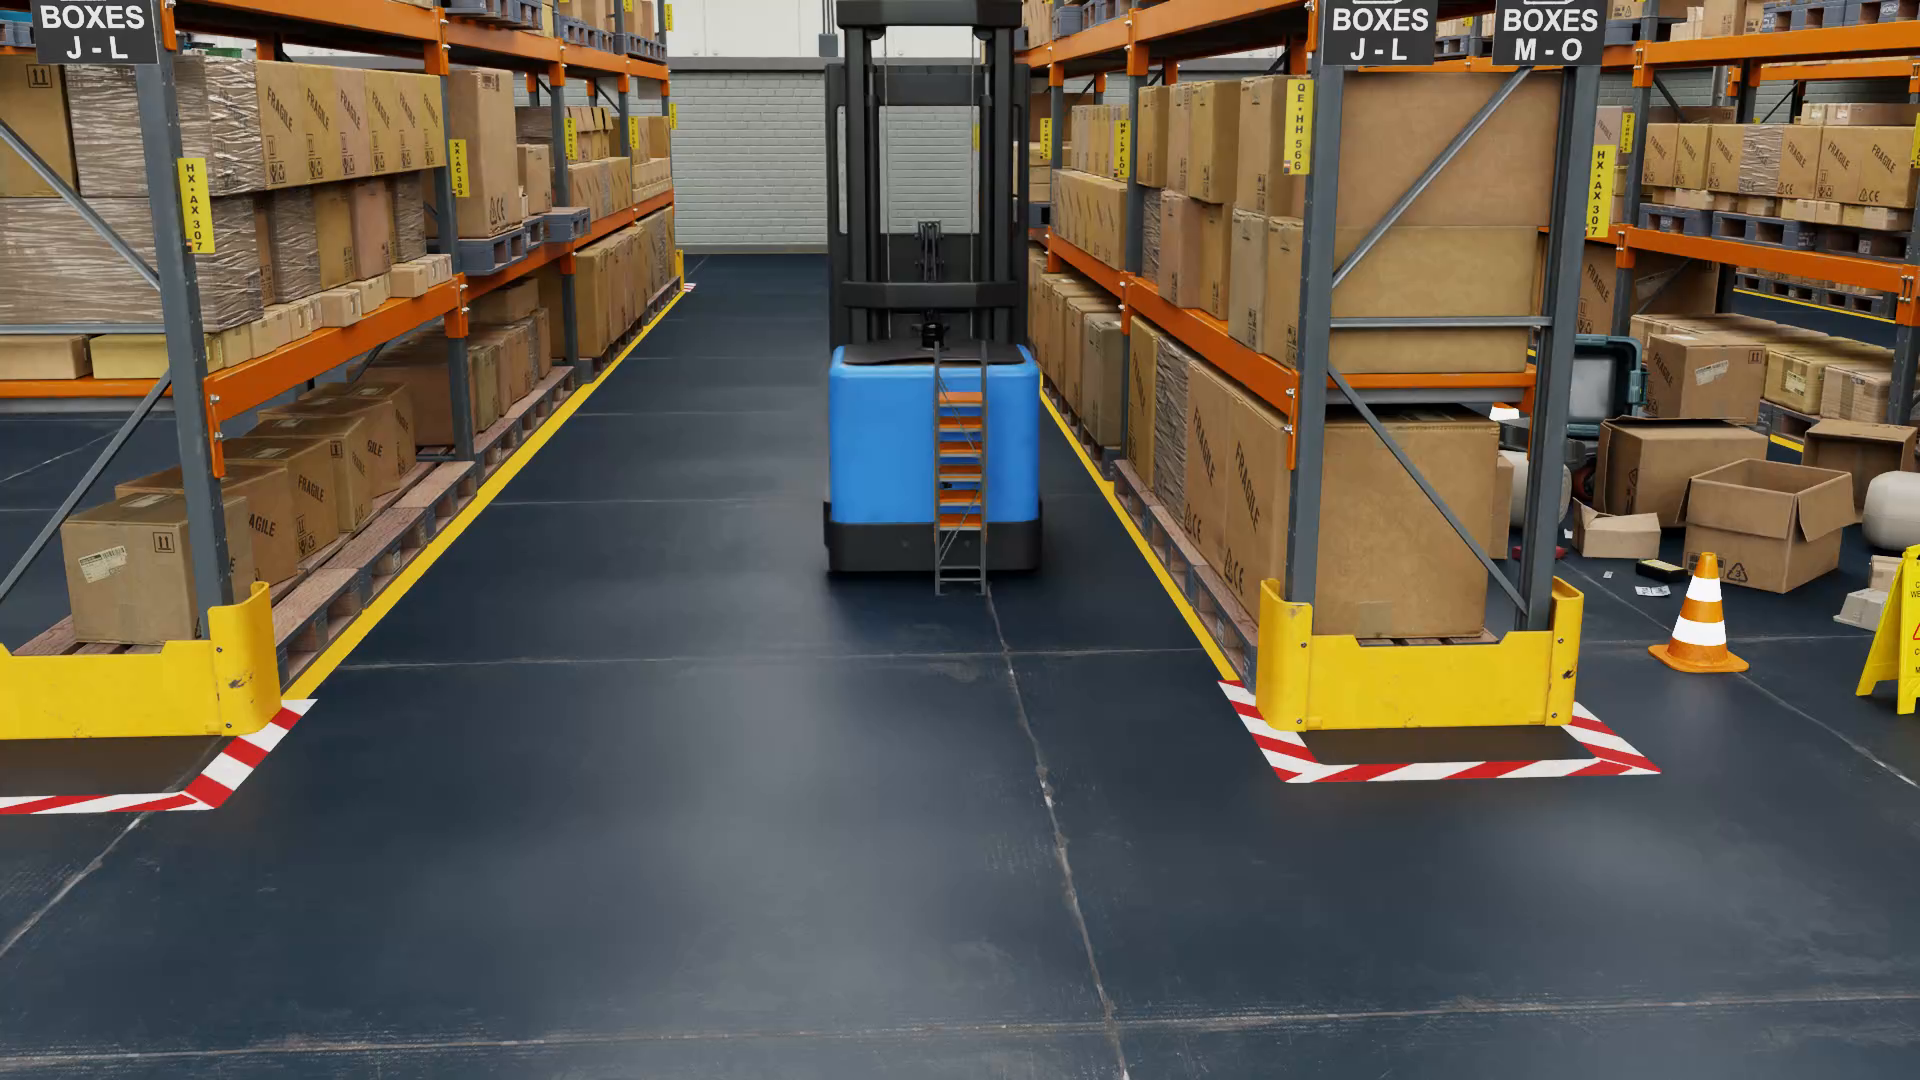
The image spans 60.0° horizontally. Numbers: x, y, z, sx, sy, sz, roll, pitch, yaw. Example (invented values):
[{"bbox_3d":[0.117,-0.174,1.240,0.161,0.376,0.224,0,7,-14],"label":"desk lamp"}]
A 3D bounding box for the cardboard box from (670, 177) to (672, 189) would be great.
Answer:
[{"bbox_3d":[-3.853,-4.514,21.055,0.380,0.149,0.250,-1,14,-2],"label":"cardboard box"}]

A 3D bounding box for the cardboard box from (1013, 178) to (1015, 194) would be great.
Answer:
[{"bbox_3d":[0.685,-3.297,15.483,0.380,0.149,0.250,0,14,-2],"label":"cardboard box"}]

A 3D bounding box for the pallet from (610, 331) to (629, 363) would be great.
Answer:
[{"bbox_3d":[-3.754,-1.879,15.905,1.003,0.211,1.213,-1,14,-3],"label":"pallet"}]

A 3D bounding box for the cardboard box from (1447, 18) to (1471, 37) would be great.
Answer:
[{"bbox_3d":[5.576,-5.671,18.252,0.396,0.266,0.258,0,14,-2],"label":"cardboard box"}]

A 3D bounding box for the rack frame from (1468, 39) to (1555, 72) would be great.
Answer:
[{"bbox_3d":[5.935,-3.877,18.076,1.000,3.000,0.127,-1,14,-3],"label":"rack frame"}]

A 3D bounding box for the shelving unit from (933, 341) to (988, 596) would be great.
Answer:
[{"bbox_3d":[0.002,-0.332,7.891,0.258,1.200,0.189,0,18,-1],"label":"shelving unit"}]

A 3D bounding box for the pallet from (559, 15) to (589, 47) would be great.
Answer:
[{"bbox_3d":[-3.801,-4.250,13.884,1.213,0.211,1.003,0,14,-1],"label":"pallet"}]

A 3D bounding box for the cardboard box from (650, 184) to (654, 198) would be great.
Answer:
[{"bbox_3d":[-3.723,-4.004,19.071,0.380,0.149,0.250,-1,14,-3],"label":"cardboard box"}]

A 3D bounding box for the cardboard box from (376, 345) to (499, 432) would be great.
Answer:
[{"bbox_3d":[-3.487,-1.009,11.062,0.700,0.500,0.500,-1,14,-4],"label":"cardboard box"}]

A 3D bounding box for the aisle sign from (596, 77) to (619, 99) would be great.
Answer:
[{"bbox_3d":[-4.507,-5.991,21.075,0.394,0.787,0.004,-1,14,-3],"label":"aisle sign"}]

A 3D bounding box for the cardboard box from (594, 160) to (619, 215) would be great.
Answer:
[{"bbox_3d":[-3.591,-3.408,16.050,0.500,0.500,0.500,-1,14,-4],"label":"cardboard box"}]

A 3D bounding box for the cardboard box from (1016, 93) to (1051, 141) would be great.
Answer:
[{"bbox_3d":[0.702,-4.565,17.945,0.500,0.500,0.500,-1,14,-5],"label":"cardboard box"}]

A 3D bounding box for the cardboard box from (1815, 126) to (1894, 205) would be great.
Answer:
[{"bbox_3d":[6.141,-2.518,11.153,0.500,0.500,0.500,-1,14,-3],"label":"cardboard box"}]

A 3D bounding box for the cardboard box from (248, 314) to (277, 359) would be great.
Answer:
[{"bbox_3d":[-2.989,-0.818,6.689,0.380,0.149,0.250,-1,14,-3],"label":"cardboard box"}]

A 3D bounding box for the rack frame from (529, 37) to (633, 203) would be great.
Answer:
[{"bbox_3d":[-3.956,-3.724,17.481,1.000,3.000,0.127,-1,14,-3],"label":"rack frame"}]

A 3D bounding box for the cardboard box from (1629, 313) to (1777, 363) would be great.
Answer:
[{"bbox_3d":[6.208,-1.673,13.938,0.950,0.372,0.625,-2,15,-7],"label":"cardboard box"}]

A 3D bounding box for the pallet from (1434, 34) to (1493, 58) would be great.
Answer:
[{"bbox_3d":[5.895,-5.491,18.505,1.003,0.211,1.213,-1,14,-3],"label":"pallet"}]

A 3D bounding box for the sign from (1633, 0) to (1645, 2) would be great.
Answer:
[{"bbox_3d":[5.629,-4.617,13.736,0.100,0.325,0.005,-1,14,-3],"label":"sign"}]

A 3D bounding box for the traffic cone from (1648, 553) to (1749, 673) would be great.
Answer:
[{"bbox_3d":[3.129,0.283,6.997,0.336,0.463,0.334,-1,14,-3],"label":"traffic cone"}]

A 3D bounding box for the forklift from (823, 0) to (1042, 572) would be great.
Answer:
[{"bbox_3d":[-0.183,-1.576,9.271,1.130,2.935,3.031,-1,14,-2],"label":"forklift"}]

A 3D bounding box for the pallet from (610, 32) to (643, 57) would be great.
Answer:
[{"bbox_3d":[-3.996,-5.338,17.910,1.003,0.211,1.213,-1,14,-3],"label":"pallet"}]

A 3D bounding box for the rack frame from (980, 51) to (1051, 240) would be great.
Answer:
[{"bbox_3d":[0.753,-4.771,21.548,1.000,3.000,0.127,-1,14,-3],"label":"rack frame"}]

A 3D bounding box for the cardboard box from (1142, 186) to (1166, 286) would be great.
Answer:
[{"bbox_3d":[1.532,-1.767,9.574,0.875,0.550,0.550,-1,14,-3],"label":"cardboard box"}]

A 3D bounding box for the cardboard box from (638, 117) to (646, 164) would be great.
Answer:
[{"bbox_3d":[-3.753,-4.405,18.324,0.500,0.500,0.500,-1,14,-3],"label":"cardboard box"}]

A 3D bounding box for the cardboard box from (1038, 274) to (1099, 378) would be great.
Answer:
[{"bbox_3d":[1.197,-1.742,13.449,1.050,0.750,0.750,-1,14,-4],"label":"cardboard box"}]

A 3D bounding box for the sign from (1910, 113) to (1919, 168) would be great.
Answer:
[{"bbox_3d":[5.877,-2.439,10.162,0.100,0.325,0.005,-1,14,-3],"label":"sign"}]

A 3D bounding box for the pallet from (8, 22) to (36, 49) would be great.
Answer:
[{"bbox_3d":[-8.680,-4.534,14.986,1.003,0.211,1.213,-1,14,-3],"label":"pallet"}]

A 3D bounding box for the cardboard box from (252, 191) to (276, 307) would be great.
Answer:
[{"bbox_3d":[-3.370,-1.192,6.842,0.875,0.500,0.500,-1,14,-3],"label":"cardboard box"}]

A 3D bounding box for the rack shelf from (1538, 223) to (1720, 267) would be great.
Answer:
[{"bbox_3d":[6.059,-3.031,16.232,1.077,0.370,4.000,-1,14,-3],"label":"rack shelf"}]

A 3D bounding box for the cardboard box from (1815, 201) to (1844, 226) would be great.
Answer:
[{"bbox_3d":[6.073,-2.222,11.306,0.380,0.149,0.250,-1,14,-4],"label":"cardboard box"}]

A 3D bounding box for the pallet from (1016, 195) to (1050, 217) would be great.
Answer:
[{"bbox_3d":[1.085,-3.180,15.750,1.003,0.211,1.213,-1,14,-3],"label":"pallet"}]

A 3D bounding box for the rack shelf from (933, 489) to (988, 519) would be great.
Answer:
[{"bbox_3d":[0.002,-0.175,7.941,0.258,0.103,0.180,0,18,-1],"label":"rack shelf"}]

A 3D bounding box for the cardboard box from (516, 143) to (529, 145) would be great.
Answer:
[{"bbox_3d":[-3.634,-2.848,13.031,0.500,0.500,0.500,-3,15,-10],"label":"cardboard box"}]

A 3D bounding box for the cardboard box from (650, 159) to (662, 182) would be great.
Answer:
[{"bbox_3d":[-3.846,-4.421,19.895,0.500,0.250,0.500,-1,14,-5],"label":"cardboard box"}]

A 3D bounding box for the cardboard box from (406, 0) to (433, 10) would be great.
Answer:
[{"bbox_3d":[-3.171,-3.005,8.969,0.500,0.250,0.500,0,14,-1],"label":"cardboard box"}]

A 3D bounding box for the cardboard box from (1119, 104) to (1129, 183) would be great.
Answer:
[{"bbox_3d":[1.426,-2.570,10.788,0.700,0.500,0.500,-1,14,-4],"label":"cardboard box"}]

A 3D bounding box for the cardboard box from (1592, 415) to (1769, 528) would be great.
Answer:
[{"bbox_3d":[3.977,-0.380,9.220,0.797,0.637,0.503,-1,14,-3],"label":"cardboard box"}]

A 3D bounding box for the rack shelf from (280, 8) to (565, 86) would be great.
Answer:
[{"bbox_3d":[-3.584,-3.336,11.398,1.077,0.370,4.000,-1,14,-3],"label":"rack shelf"}]

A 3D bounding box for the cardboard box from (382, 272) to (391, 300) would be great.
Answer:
[{"bbox_3d":[-3.181,-1.314,8.618,0.380,0.149,0.250,-1,14,-3],"label":"cardboard box"}]

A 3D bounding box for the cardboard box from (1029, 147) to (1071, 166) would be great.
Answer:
[{"bbox_3d":[0.761,-3.266,14.166,0.380,0.149,0.250,-1,15,-6],"label":"cardboard box"}]

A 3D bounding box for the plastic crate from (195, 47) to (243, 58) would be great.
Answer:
[{"bbox_3d":[-8.801,-5.752,19.767,0.450,0.188,0.336,-1,14,-3],"label":"plastic crate"}]

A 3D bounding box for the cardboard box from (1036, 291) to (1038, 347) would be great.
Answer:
[{"bbox_3d":[0.947,-1.933,14.694,0.500,0.500,0.500,-1,14,-4],"label":"cardboard box"}]

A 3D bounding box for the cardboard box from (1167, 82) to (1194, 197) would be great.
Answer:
[{"bbox_3d":[1.532,-2.018,8.382,0.875,0.550,0.550,-1,14,-3],"label":"cardboard box"}]

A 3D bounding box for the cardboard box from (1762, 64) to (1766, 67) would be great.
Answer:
[{"bbox_3d":[10.471,-6.133,21.327,0.380,0.149,0.250,-1,14,-2],"label":"cardboard box"}]

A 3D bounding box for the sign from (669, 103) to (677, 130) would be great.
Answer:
[{"bbox_3d":[-3.661,-5.399,21.193,0.100,0.325,0.005,-1,14,-3],"label":"sign"}]

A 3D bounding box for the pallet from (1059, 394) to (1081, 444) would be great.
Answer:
[{"bbox_3d":[1.295,-0.931,12.219,1.003,0.211,1.213,-1,14,-3],"label":"pallet"}]

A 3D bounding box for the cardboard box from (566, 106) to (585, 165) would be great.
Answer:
[{"bbox_3d":[-3.775,-3.608,14.815,0.797,0.503,0.637,-1,14,-2],"label":"cardboard box"}]

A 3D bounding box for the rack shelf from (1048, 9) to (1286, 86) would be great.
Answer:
[{"bbox_3d":[1.373,-3.388,11.598,1.077,0.370,4.000,-1,14,-3],"label":"rack shelf"}]

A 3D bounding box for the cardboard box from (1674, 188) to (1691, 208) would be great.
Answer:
[{"bbox_3d":[5.973,-2.741,13.321,0.380,0.149,0.250,-2,15,-7],"label":"cardboard box"}]

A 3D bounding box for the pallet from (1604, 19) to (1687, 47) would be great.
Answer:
[{"bbox_3d":[6.090,-4.403,14.478,1.213,0.211,1.003,0,14,-1],"label":"pallet"}]

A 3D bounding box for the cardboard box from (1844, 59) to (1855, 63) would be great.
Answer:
[{"bbox_3d":[10.554,-5.627,19.359,0.380,0.149,0.250,0,14,-2],"label":"cardboard box"}]

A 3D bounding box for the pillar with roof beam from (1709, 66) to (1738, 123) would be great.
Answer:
[{"bbox_3d":[7.077,-8.473,23.898,9.100,9.000,0.400,-1,14,-3],"label":"pillar with roof beam"}]

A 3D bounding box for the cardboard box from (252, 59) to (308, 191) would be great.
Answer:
[{"bbox_3d":[-2.998,-1.682,6.740,0.500,0.500,0.500,-1,14,-3],"label":"cardboard box"}]

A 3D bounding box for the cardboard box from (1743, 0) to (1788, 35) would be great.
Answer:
[{"bbox_3d":[6.306,-4.006,12.350,0.797,0.503,0.637,-1,14,-3],"label":"cardboard box"}]

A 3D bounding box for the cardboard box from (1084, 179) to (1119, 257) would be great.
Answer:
[{"bbox_3d":[1.135,-2.212,11.401,0.500,0.500,0.500,-1,14,-3],"label":"cardboard box"}]
